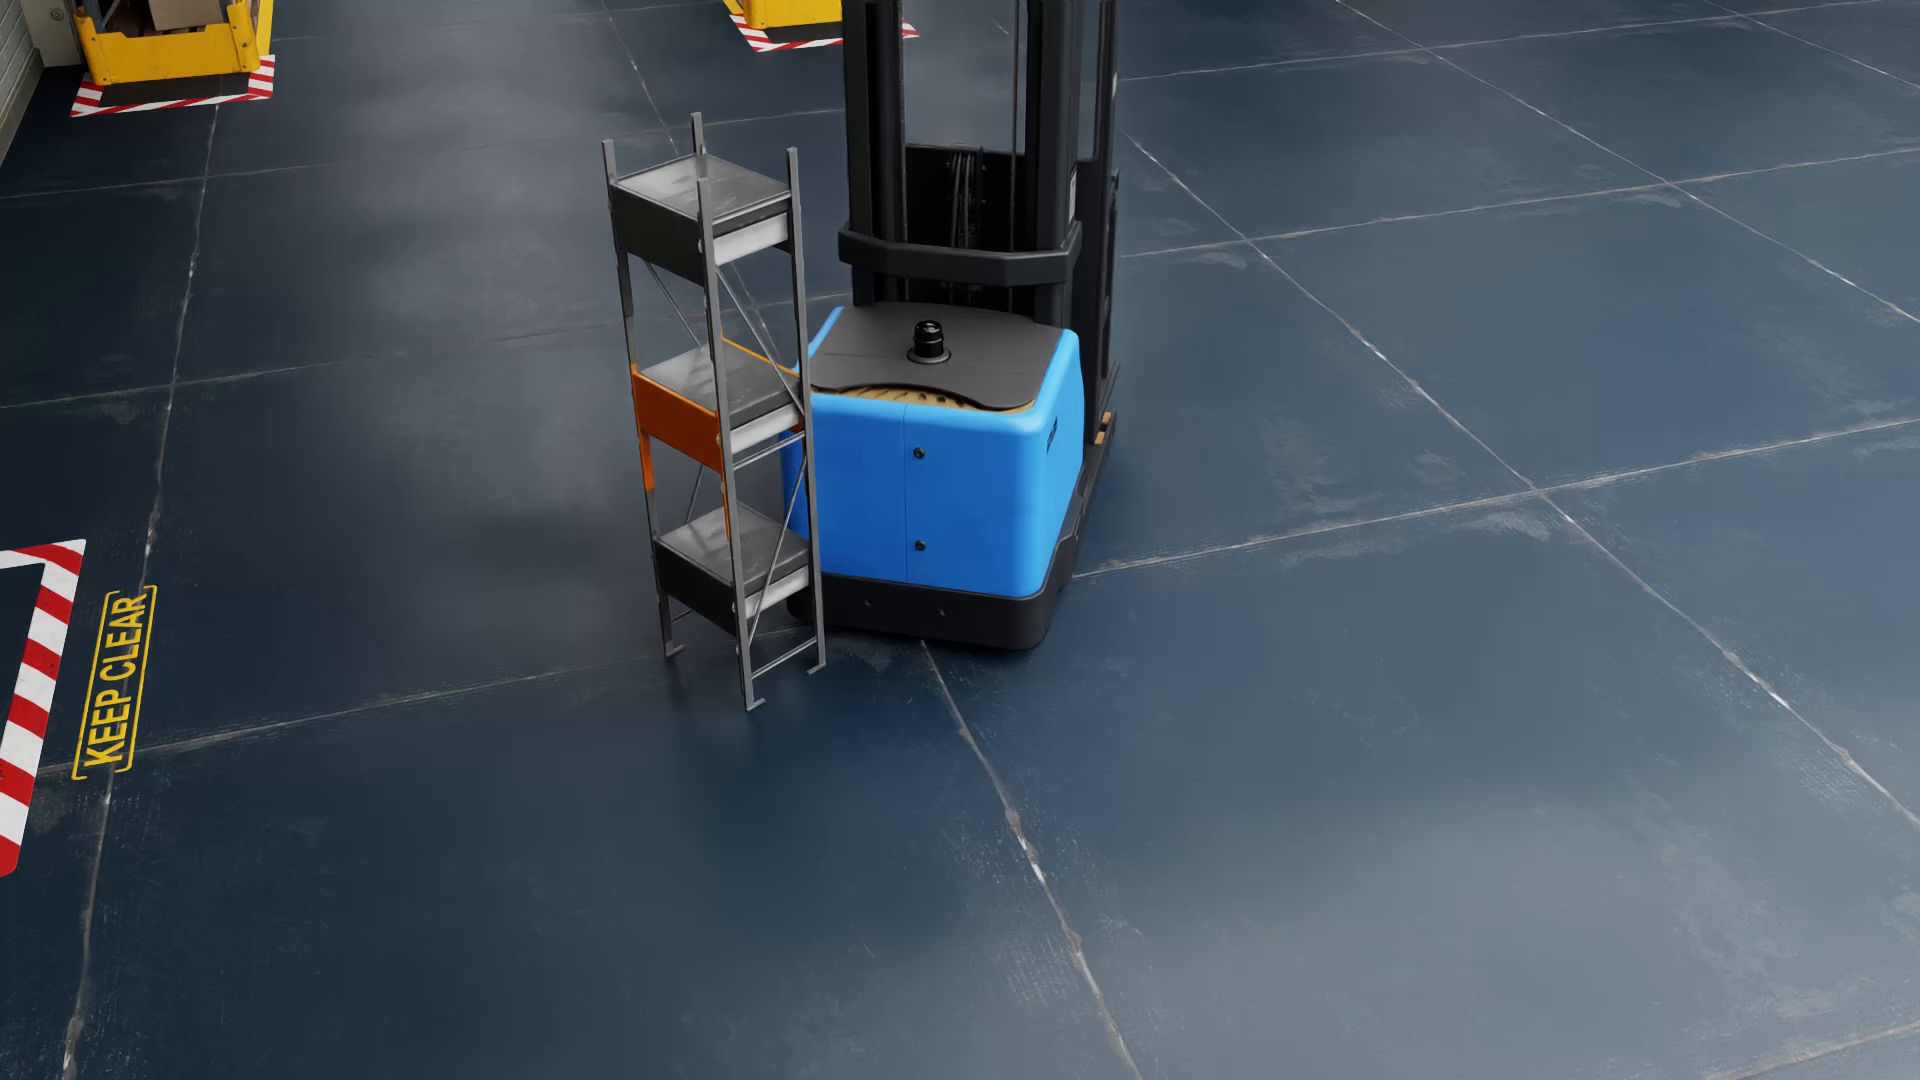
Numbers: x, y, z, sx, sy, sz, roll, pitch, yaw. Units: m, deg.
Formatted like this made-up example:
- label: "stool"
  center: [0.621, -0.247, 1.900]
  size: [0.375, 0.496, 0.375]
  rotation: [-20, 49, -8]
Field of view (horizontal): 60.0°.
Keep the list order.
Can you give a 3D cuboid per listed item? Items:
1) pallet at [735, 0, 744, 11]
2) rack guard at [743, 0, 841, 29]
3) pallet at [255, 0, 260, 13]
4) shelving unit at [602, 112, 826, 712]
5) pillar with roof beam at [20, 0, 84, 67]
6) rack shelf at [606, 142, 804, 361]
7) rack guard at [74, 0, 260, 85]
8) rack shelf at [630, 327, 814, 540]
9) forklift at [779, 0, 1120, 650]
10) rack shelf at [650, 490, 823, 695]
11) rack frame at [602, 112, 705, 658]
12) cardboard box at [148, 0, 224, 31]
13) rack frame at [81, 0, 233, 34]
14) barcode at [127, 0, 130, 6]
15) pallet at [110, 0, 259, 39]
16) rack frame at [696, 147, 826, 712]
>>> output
- label: "pallet"
  center: [-1.475, -4.838, 14.380]
  size: [1.003, 0.211, 1.213]
  rotation: [-10, 35, -15]
- label: "rack guard"
  center: [-1.194, -4.551, 13.684]
  size: [1.175, 0.500, 0.348]
  rotation: [-10, 35, -15]
- label: "pallet"
  center: [-6.524, -4.720, 14.202]
  size: [1.003, 0.211, 1.213]
  rotation: [-10, 35, -15]
- label: "shelving unit"
  center: [-0.844, -0.401, 5.953]
  size: [0.503, 2.100, 0.431]
  rotation: [28, 42, 35]
- label: "pillar with roof beam"
  center: [-2.855, -8.221, 11.528]
  size: [9.100, 9.000, 0.400]
  rotation: [-10, 35, -15]
- label: "rack shelf"
  center: [-0.844, -0.974, 5.575]
  size: [0.480, 0.518, 0.431]
  rotation: [28, 42, 35]
- label: "rack guard"
  center: [-5.941, -3.769, 12.500]
  size: [1.175, 0.500, 0.348]
  rotation: [-10, 35, -15]
- label: "rack shelf"
  center: [-0.844, -0.390, 5.961]
  size: [0.480, 0.518, 0.431]
  rotation: [28, 42, 35]
- label: "forklift"
  center: [0.129, -1.602, 7.016]
  size: [1.130, 2.935, 3.031]
  rotation: [7, 34, 11]
- label: "rack shelf"
  center: [-0.844, 0.194, 6.346]
  size: [0.480, 0.518, 0.431]
  rotation: [28, 42, 35]
- label: "rack frame"
  center: [-1.021, -0.494, 6.094]
  size: [0.015, 2.100, 0.400]
  rotation: [28, 42, 35]
- label: "cardboard box"
  center: [-6.043, -4.212, 12.943]
  size: [0.500, 0.311, 0.500]
  rotation: [-14, 36, -20]
- label: "rack frame"
  center: [-5.918, -4.772, 11.751]
  size: [1.000, 3.000, 0.127]
  rotation: [-10, 35, -15]
- label: "barcode"
  center: [-6.430, -4.158, 12.853]
  size: [0.001, 0.075, 0.075]
  rotation: [-10, 35, -15]
- label: "pallet"
  center: [-6.155, -4.081, 13.234]
  size: [1.003, 0.211, 1.213]
  rotation: [-10, 35, -15]
- label: "rack frame"
  center: [-0.668, -0.309, 5.812]
  size: [0.015, 2.100, 0.400]
  rotation: [28, 42, 35]
